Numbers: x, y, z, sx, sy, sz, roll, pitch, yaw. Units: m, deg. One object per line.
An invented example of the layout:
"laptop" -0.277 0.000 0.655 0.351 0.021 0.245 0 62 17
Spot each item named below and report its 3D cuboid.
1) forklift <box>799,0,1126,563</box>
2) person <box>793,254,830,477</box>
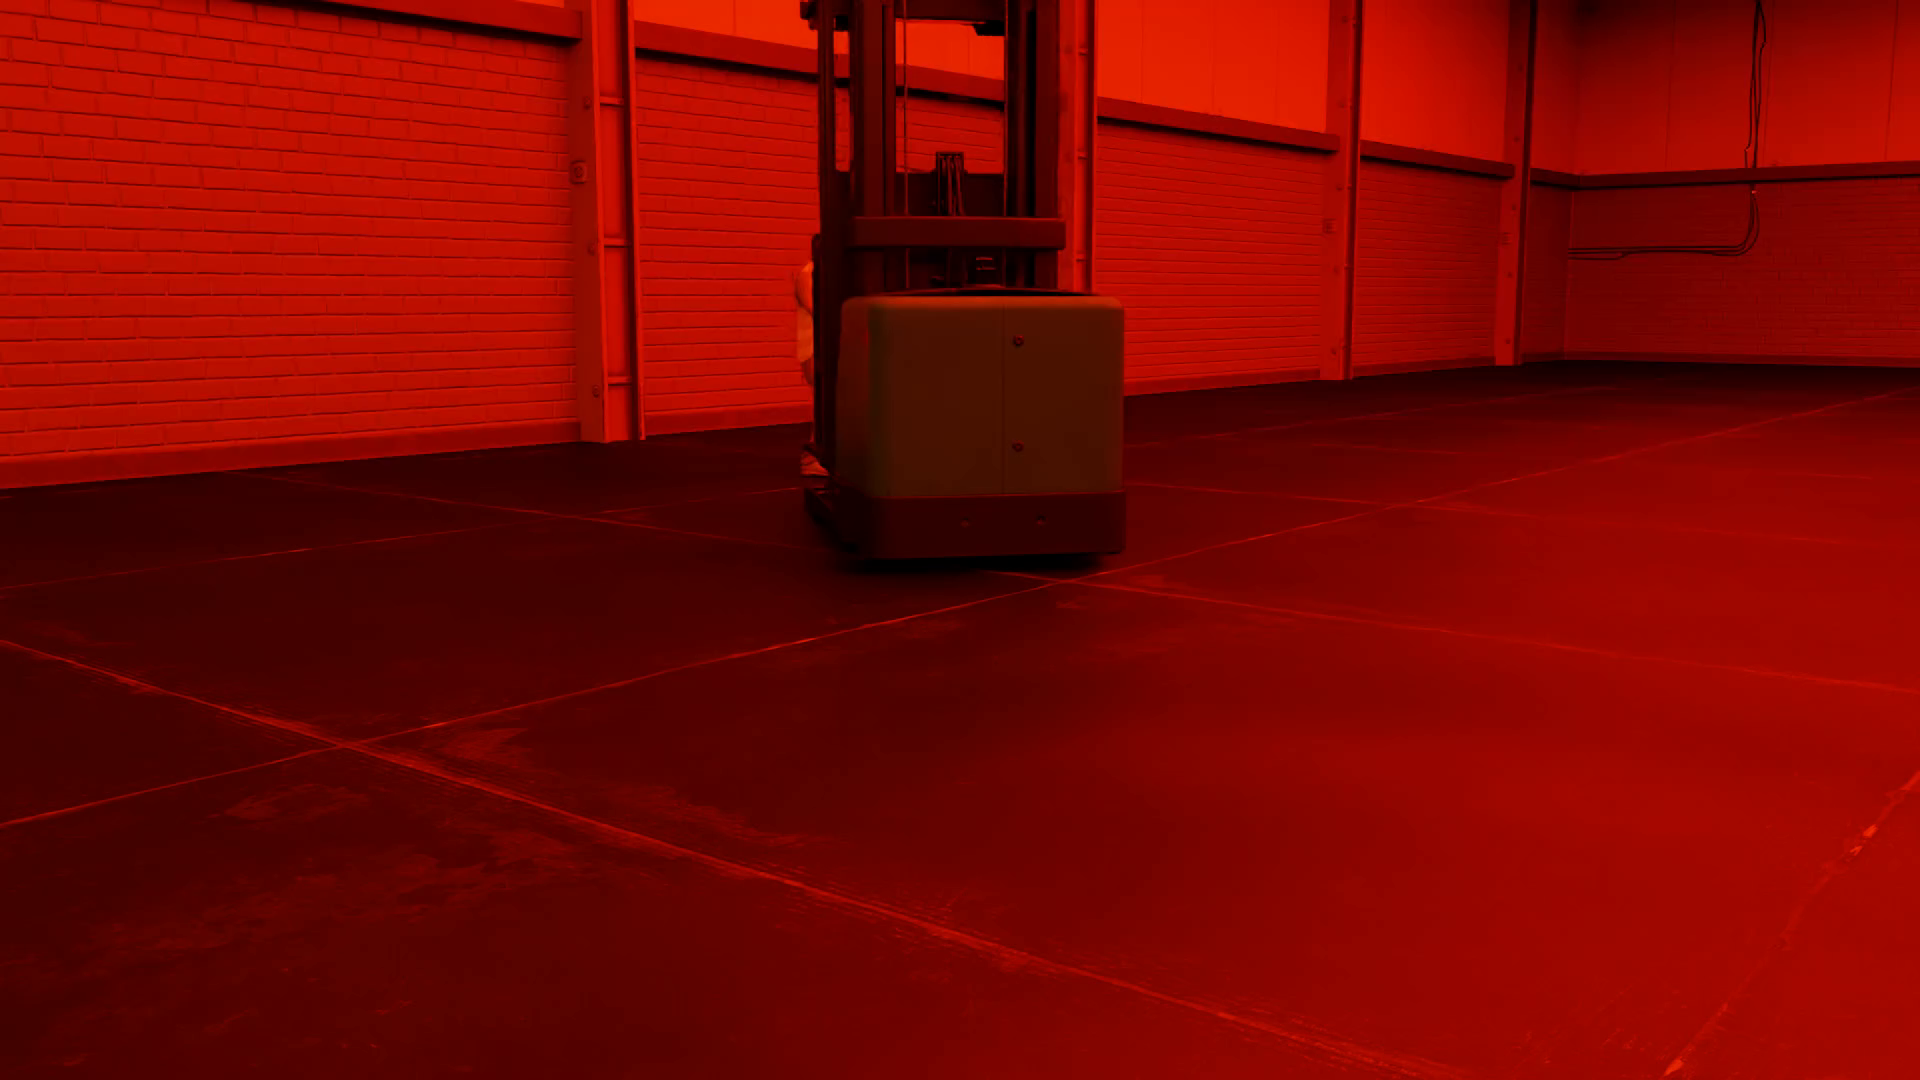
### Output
"forklift" -0.147 -1.532 7.753 1.130 2.935 3.031 -2 9 -12
"person" -0.661 -1.204 10.302 0.747 1.547 0.999 6 10 36
